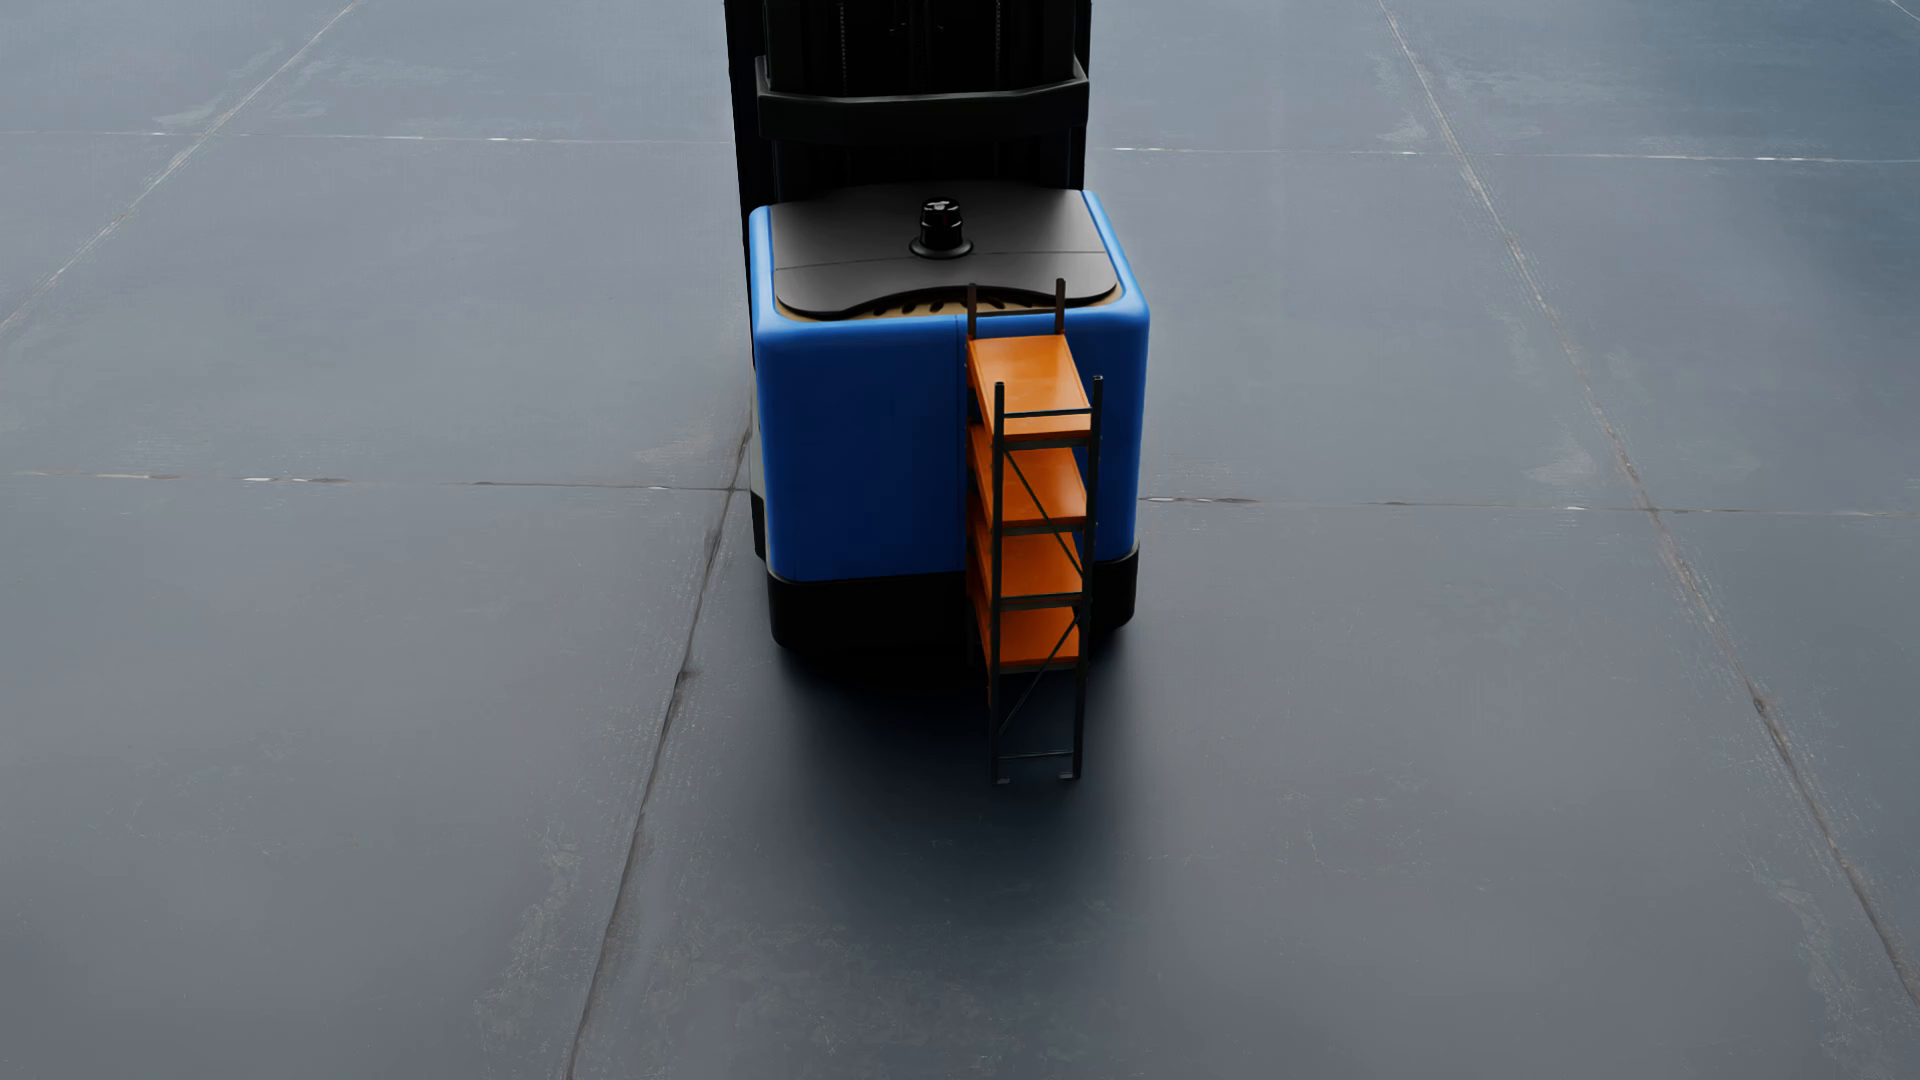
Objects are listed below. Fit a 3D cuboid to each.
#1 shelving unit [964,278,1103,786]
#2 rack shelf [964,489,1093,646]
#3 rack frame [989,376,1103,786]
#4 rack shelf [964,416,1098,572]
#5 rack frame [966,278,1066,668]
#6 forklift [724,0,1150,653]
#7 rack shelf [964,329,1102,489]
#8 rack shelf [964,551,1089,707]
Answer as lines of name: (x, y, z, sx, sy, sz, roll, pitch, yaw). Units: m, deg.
shelving unit: (0.167, 0.000, 4.207, 0.258, 1.200, 0.503, -4, 35, -6)
rack shelf: (0.167, 0.055, 4.246, 0.258, 0.148, 0.480, -4, 35, -6)
rack frame: (0.196, 0.139, 4.009, 0.240, 1.200, 0.015, -4, 35, -6)
rack shelf: (0.167, -0.128, 4.117, 0.258, 0.148, 0.480, -4, 35, -6)
rack frame: (0.138, -0.140, 4.405, 0.240, 1.200, 0.015, -4, 35, -6)
forklift: (-0.182, -1.715, 5.142, 1.130, 2.935, 3.031, -4, 35, -6)
rack shelf: (0.167, -0.322, 3.981, 0.258, 0.148, 0.480, -4, 35, -6)
rack shelf: (0.167, 0.217, 4.360, 0.258, 0.148, 0.480, -4, 35, -6)
